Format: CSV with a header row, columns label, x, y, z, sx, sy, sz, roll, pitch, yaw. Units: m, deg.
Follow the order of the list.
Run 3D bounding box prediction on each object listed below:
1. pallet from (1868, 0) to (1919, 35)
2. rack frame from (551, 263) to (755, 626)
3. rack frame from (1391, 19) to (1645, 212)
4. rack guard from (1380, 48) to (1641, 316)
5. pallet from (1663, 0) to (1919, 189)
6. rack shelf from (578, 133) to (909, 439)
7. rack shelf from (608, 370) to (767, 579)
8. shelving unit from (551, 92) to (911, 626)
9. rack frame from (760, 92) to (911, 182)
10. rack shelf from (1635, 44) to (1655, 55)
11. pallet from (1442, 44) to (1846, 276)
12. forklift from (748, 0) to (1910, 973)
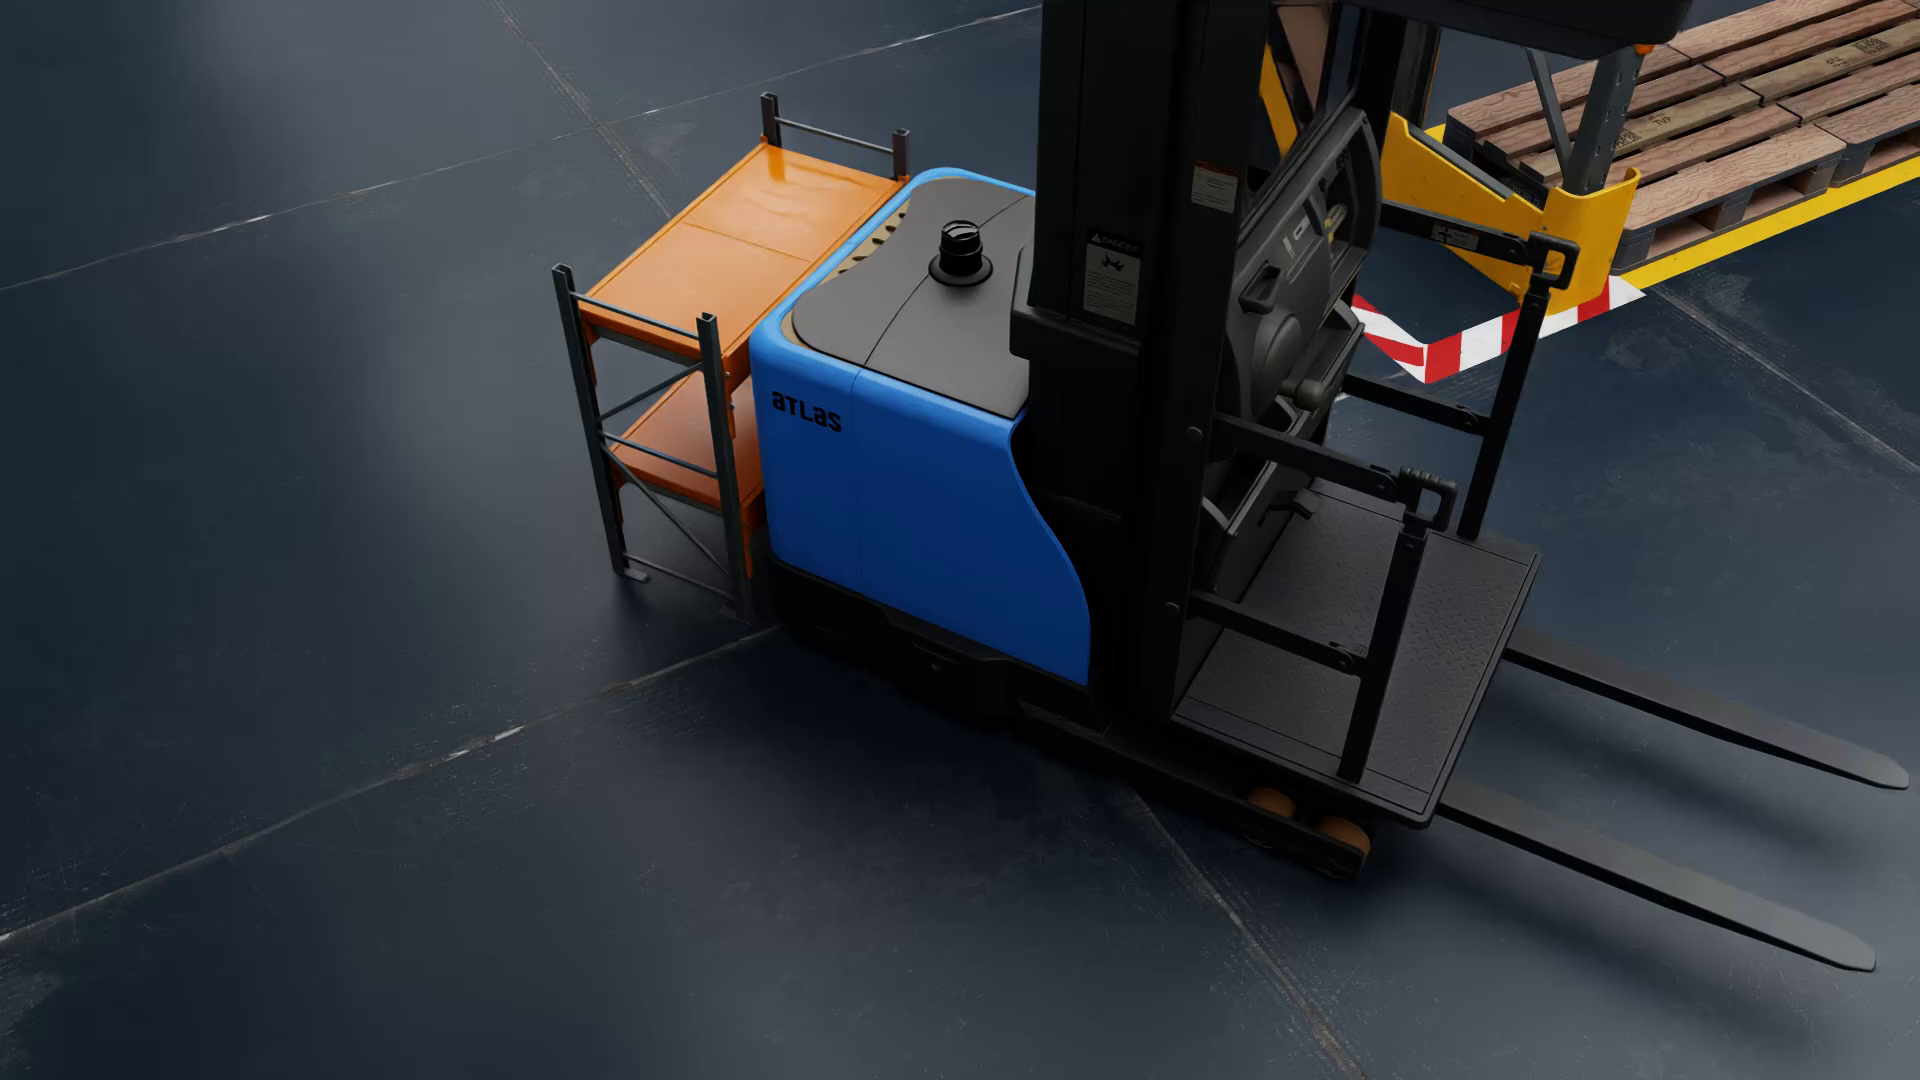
label,x,y,z,sx,sy,sz,roll,pitch,yaw
pallet,4.850,-2.420,7.592,1.213,0.211,1.003,-22,48,-21
rack frame,-0.846,-0.237,4.687,0.500,1.125,0.032,20,48,19
rack frame,2.000,-2.311,5.478,0.127,3.000,1.000,-22,48,-21
rack guard,1.985,-1.398,6.332,0.348,0.500,1.175,-22,48,-21
pallet,3.791,-1.994,7.153,1.213,0.211,1.003,-22,48,-21
rack shelf,-0.610,-0.761,4.806,0.538,0.278,1.000,20,48,19
rack shelf,-0.610,-0.375,5.180,0.538,0.278,1.000,20,48,19
shelving unit,-0.610,-0.551,5.010,0.538,1.125,1.048,20,48,19
rack frame,-0.374,-0.864,5.333,0.500,1.125,0.032,20,48,19
rack shelf,3.734,-2.747,6.443,4.000,0.370,1.077,-22,48,-21
pallet,2.734,-1.573,6.720,1.213,0.211,1.003,-22,48,-21
forklift,0.977,-0.598,3.761,3.031,2.935,1.130,21,48,20
